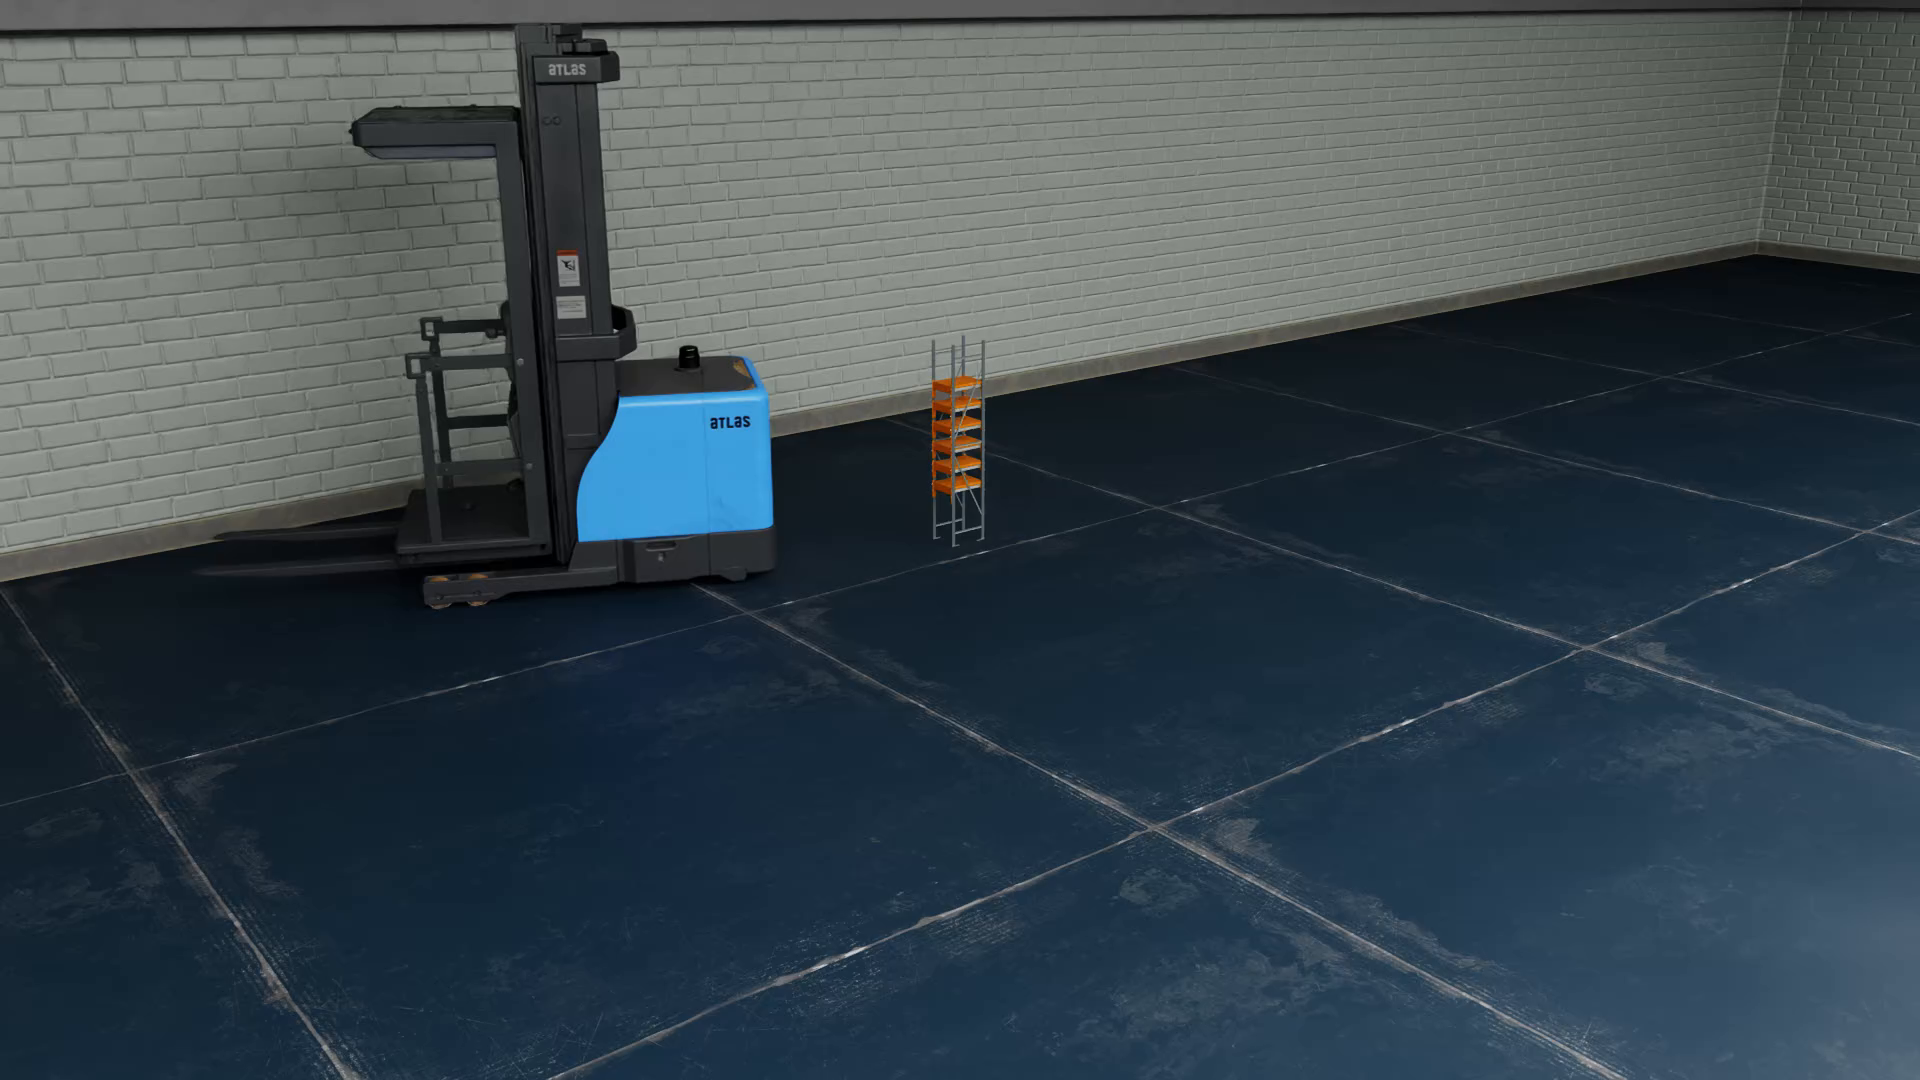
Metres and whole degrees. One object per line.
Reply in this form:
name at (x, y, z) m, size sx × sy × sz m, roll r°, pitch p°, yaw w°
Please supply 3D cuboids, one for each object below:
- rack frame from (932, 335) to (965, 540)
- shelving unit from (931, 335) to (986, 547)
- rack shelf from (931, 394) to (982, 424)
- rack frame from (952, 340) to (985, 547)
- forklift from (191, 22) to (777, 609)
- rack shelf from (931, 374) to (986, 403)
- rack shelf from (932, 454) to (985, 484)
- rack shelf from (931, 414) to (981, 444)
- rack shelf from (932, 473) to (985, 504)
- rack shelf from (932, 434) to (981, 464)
rack frame at (-0.066, -0.596, 9.753) m, size 0.240 × 1.200 × 0.006 m, roll -14°, pitch 23°, yaw -36°
shelving unit at (-0.009, -0.573, 9.685) m, size 0.258 × 1.200 × 0.189 m, roll -14°, pitch 23°, yaw -36°
rack shelf at (-0.009, -0.759, 9.623) m, size 0.258 × 0.103 × 0.180 m, roll -14°, pitch 23°, yaw -36°
rack frame at (0.048, -0.551, 9.617) m, size 0.240 × 1.200 × 0.006 m, roll -14°, pitch 23°, yaw -36°
forklift at (-2.584, -1.211, 8.856) m, size 3.031 × 2.935 × 1.130 m, roll -4°, pitch 19°, yaw -12°
rack shelf at (-0.009, -0.873, 9.585) m, size 0.258 × 0.103 × 0.180 m, roll -14°, pitch 23°, yaw -36°
rack shelf at (-0.009, -0.417, 9.736) m, size 0.258 × 0.103 × 0.180 m, roll -14°, pitch 23°, yaw -36°
rack shelf at (-0.009, -0.645, 9.661) m, size 0.258 × 0.103 × 0.180 m, roll -14°, pitch 23°, yaw -36°
rack shelf at (-0.009, -0.303, 9.774) m, size 0.258 × 0.103 × 0.180 m, roll -14°, pitch 23°, yaw -36°
rack shelf at (-0.009, -0.531, 9.699) m, size 0.258 × 0.103 × 0.180 m, roll -14°, pitch 23°, yaw -36°
